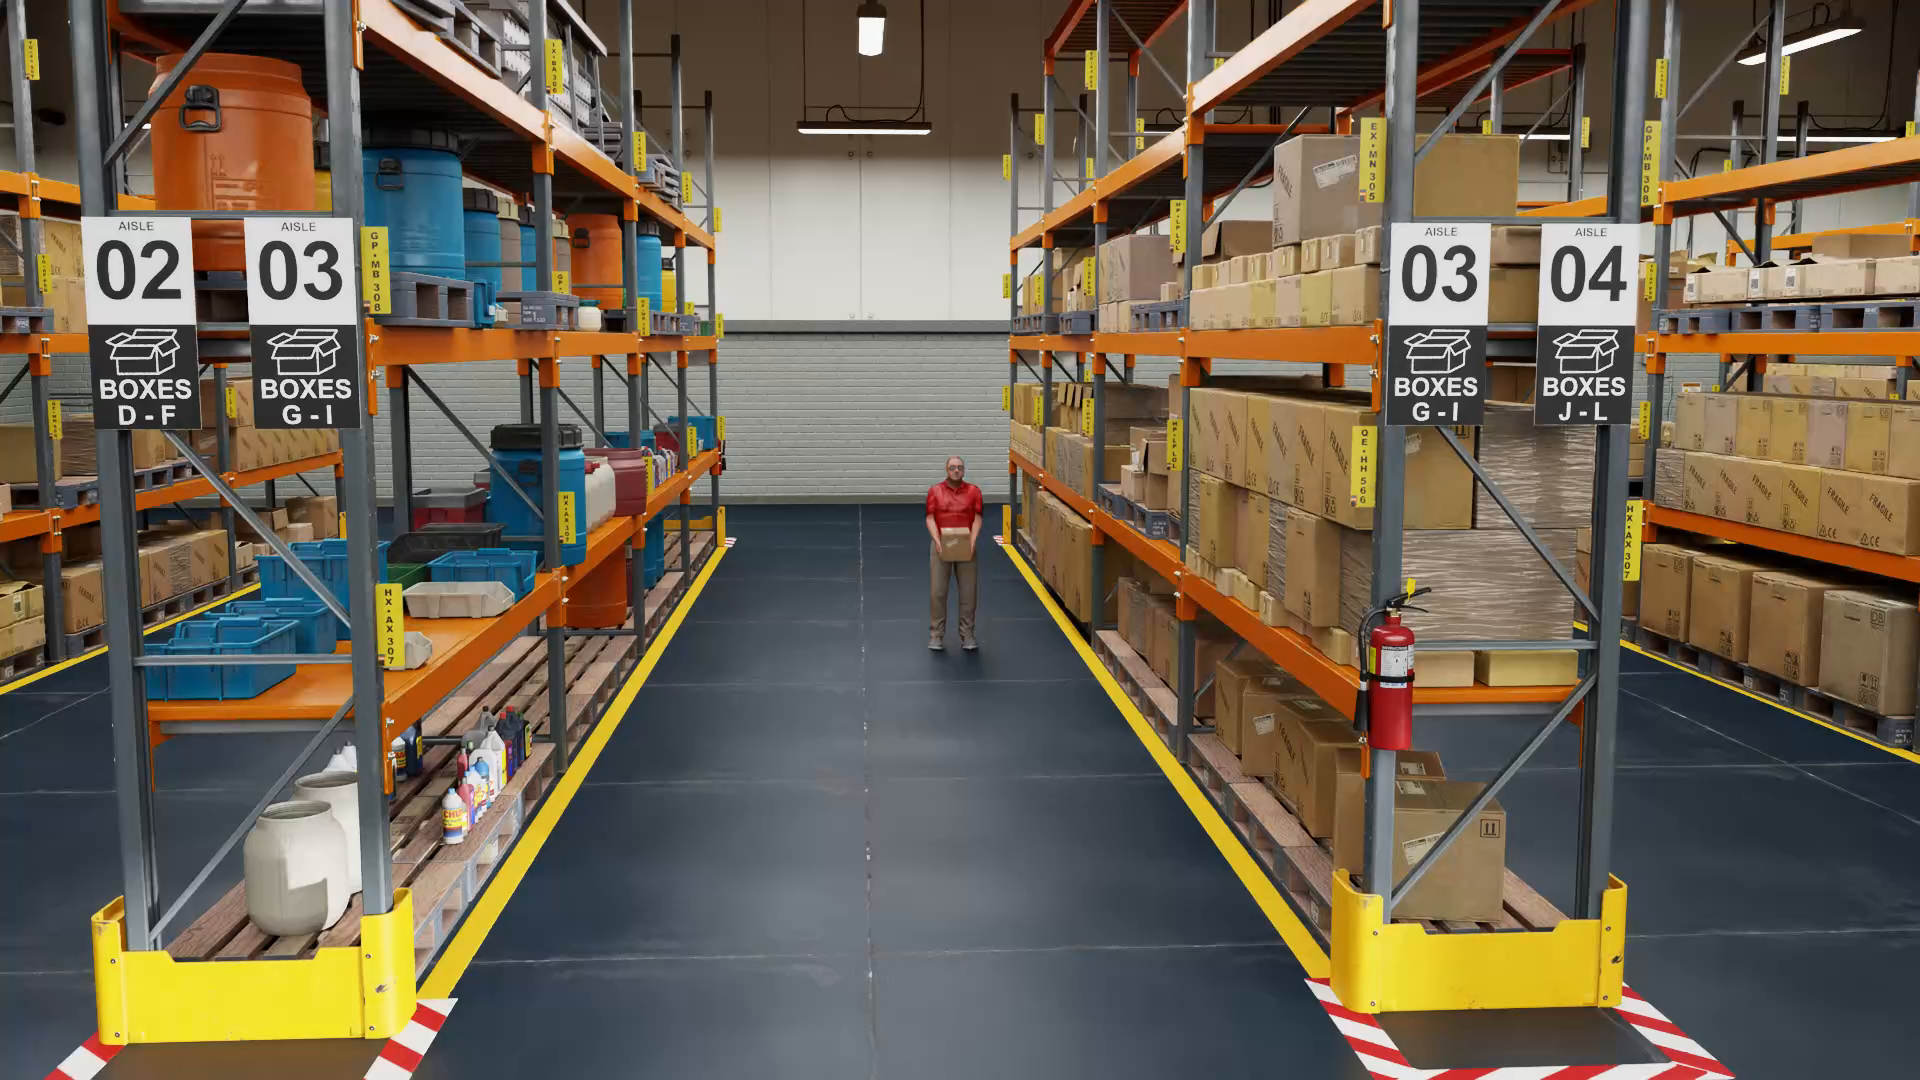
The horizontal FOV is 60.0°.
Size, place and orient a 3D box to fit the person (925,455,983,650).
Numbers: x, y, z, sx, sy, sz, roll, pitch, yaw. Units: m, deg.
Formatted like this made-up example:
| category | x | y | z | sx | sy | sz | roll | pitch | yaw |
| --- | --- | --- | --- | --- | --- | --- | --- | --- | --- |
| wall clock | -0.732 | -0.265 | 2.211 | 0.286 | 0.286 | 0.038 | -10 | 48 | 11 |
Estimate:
| category | x | y | z | sx | sy | sz | roll | pitch | yaw |
| --- | --- | --- | --- | --- | --- | --- | --- | --- | --- |
| person | -0.044 | 0.114 | 14.835 | 0.521 | 1.729 | 0.517 | 0 | 7 | -4 |
